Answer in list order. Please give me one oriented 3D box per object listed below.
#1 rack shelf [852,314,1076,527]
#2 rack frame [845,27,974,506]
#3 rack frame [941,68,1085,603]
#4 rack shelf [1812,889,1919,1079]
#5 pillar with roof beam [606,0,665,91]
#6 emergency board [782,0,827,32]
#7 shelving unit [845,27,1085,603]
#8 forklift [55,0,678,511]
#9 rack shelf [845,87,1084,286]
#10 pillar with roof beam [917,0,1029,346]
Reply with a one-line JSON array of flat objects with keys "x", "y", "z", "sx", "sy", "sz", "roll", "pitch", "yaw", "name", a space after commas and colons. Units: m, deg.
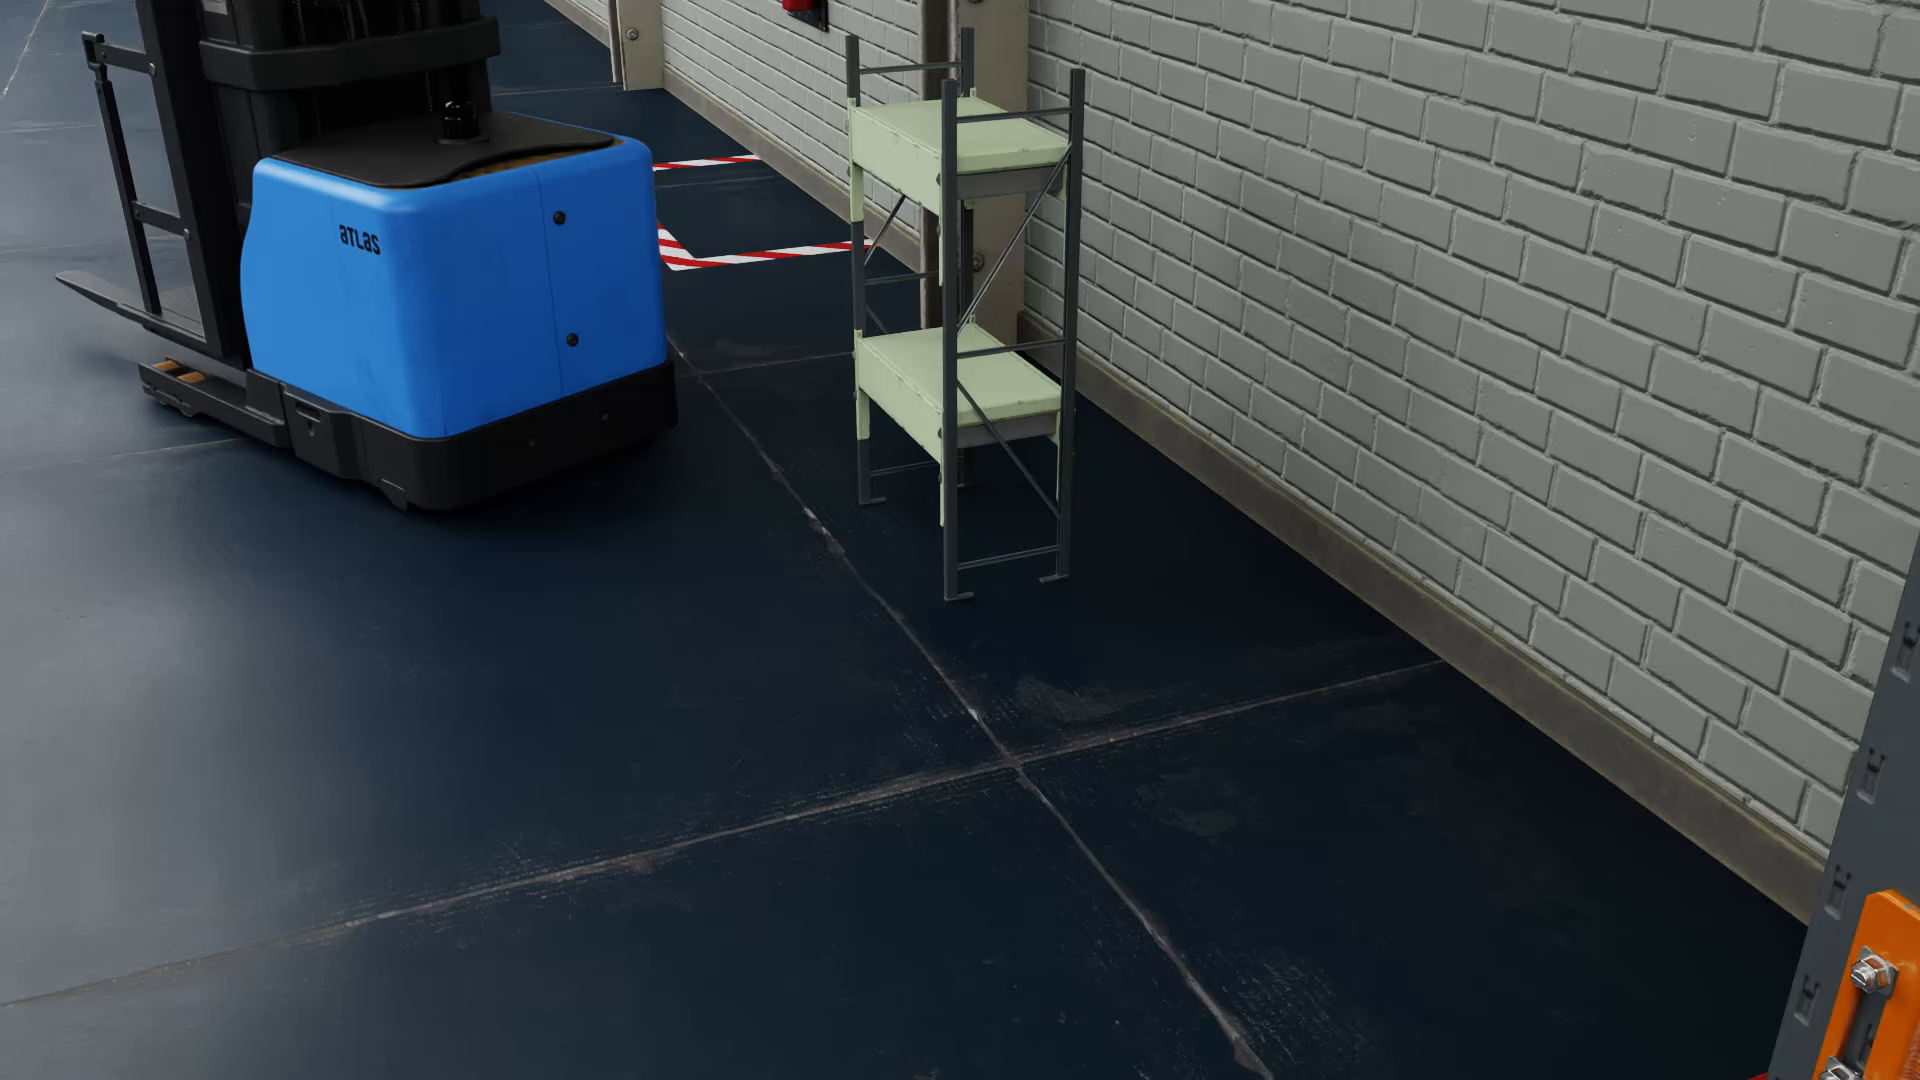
[{"x": -0.003, "y": -0.384, "z": 5.069, "sx": 0.431, "sy": 0.370, "sz": 0.720, "roll": -11, "pitch": 28, "yaw": -21, "name": "rack shelf"}, {"x": -0.146, "y": -0.824, "z": 5.229, "sx": 0.400, "sy": 1.500, "sz": 0.023, "roll": -11, "pitch": 28, "yaw": -21, "name": "rack frame"}, {"x": 0.141, "y": -0.529, "z": 4.624, "sx": 0.400, "sy": 1.500, "sz": 0.023, "roll": -11, "pitch": 28, "yaw": -21, "name": "rack frame"}, {"x": 2.112, "y": 1.210, "z": 0.173, "sx": 1.077, "sy": 0.370, "sz": 4.000, "roll": -11, "pitch": 28, "yaw": -21, "name": "rack shelf"}, {"x": -6.262, "y": -6.587, "z": 8.485, "sx": 9.100, "sy": 9.000, "sz": 0.400, "roll": -11, "pitch": 28, "yaw": -21, "name": "pillar with roof beam"}, {"x": -0.884, "y": -3.213, "z": 8.412, "sx": 0.194, "sy": 1.169, "sz": 0.643, "roll": -11, "pitch": 28, "yaw": -21, "name": "emergency board"}, {"x": -0.003, "y": -0.677, "z": 4.926, "sx": 0.431, "sy": 1.500, "sz": 0.755, "roll": -11, "pitch": 28, "yaw": -21, "name": "shelving unit"}, {"x": -2.464, "y": -1.930, "z": 5.862, "sx": 3.031, "sy": 2.935, "sz": 1.130, "roll": 20, "pitch": 32, "yaw": 35, "name": "forklift"}, {"x": -0.003, "y": -1.027, "z": 4.755, "sx": 0.431, "sy": 0.370, "sz": 0.720, "roll": -11, "pitch": 28, "yaw": -21, "name": "rack shelf"}, {"x": -3.912, "y": -4.165, "z": 3.524, "sx": 9.100, "sy": 9.000, "sz": 0.400, "roll": -11, "pitch": 28, "yaw": -21, "name": "pillar with roof beam"}]
